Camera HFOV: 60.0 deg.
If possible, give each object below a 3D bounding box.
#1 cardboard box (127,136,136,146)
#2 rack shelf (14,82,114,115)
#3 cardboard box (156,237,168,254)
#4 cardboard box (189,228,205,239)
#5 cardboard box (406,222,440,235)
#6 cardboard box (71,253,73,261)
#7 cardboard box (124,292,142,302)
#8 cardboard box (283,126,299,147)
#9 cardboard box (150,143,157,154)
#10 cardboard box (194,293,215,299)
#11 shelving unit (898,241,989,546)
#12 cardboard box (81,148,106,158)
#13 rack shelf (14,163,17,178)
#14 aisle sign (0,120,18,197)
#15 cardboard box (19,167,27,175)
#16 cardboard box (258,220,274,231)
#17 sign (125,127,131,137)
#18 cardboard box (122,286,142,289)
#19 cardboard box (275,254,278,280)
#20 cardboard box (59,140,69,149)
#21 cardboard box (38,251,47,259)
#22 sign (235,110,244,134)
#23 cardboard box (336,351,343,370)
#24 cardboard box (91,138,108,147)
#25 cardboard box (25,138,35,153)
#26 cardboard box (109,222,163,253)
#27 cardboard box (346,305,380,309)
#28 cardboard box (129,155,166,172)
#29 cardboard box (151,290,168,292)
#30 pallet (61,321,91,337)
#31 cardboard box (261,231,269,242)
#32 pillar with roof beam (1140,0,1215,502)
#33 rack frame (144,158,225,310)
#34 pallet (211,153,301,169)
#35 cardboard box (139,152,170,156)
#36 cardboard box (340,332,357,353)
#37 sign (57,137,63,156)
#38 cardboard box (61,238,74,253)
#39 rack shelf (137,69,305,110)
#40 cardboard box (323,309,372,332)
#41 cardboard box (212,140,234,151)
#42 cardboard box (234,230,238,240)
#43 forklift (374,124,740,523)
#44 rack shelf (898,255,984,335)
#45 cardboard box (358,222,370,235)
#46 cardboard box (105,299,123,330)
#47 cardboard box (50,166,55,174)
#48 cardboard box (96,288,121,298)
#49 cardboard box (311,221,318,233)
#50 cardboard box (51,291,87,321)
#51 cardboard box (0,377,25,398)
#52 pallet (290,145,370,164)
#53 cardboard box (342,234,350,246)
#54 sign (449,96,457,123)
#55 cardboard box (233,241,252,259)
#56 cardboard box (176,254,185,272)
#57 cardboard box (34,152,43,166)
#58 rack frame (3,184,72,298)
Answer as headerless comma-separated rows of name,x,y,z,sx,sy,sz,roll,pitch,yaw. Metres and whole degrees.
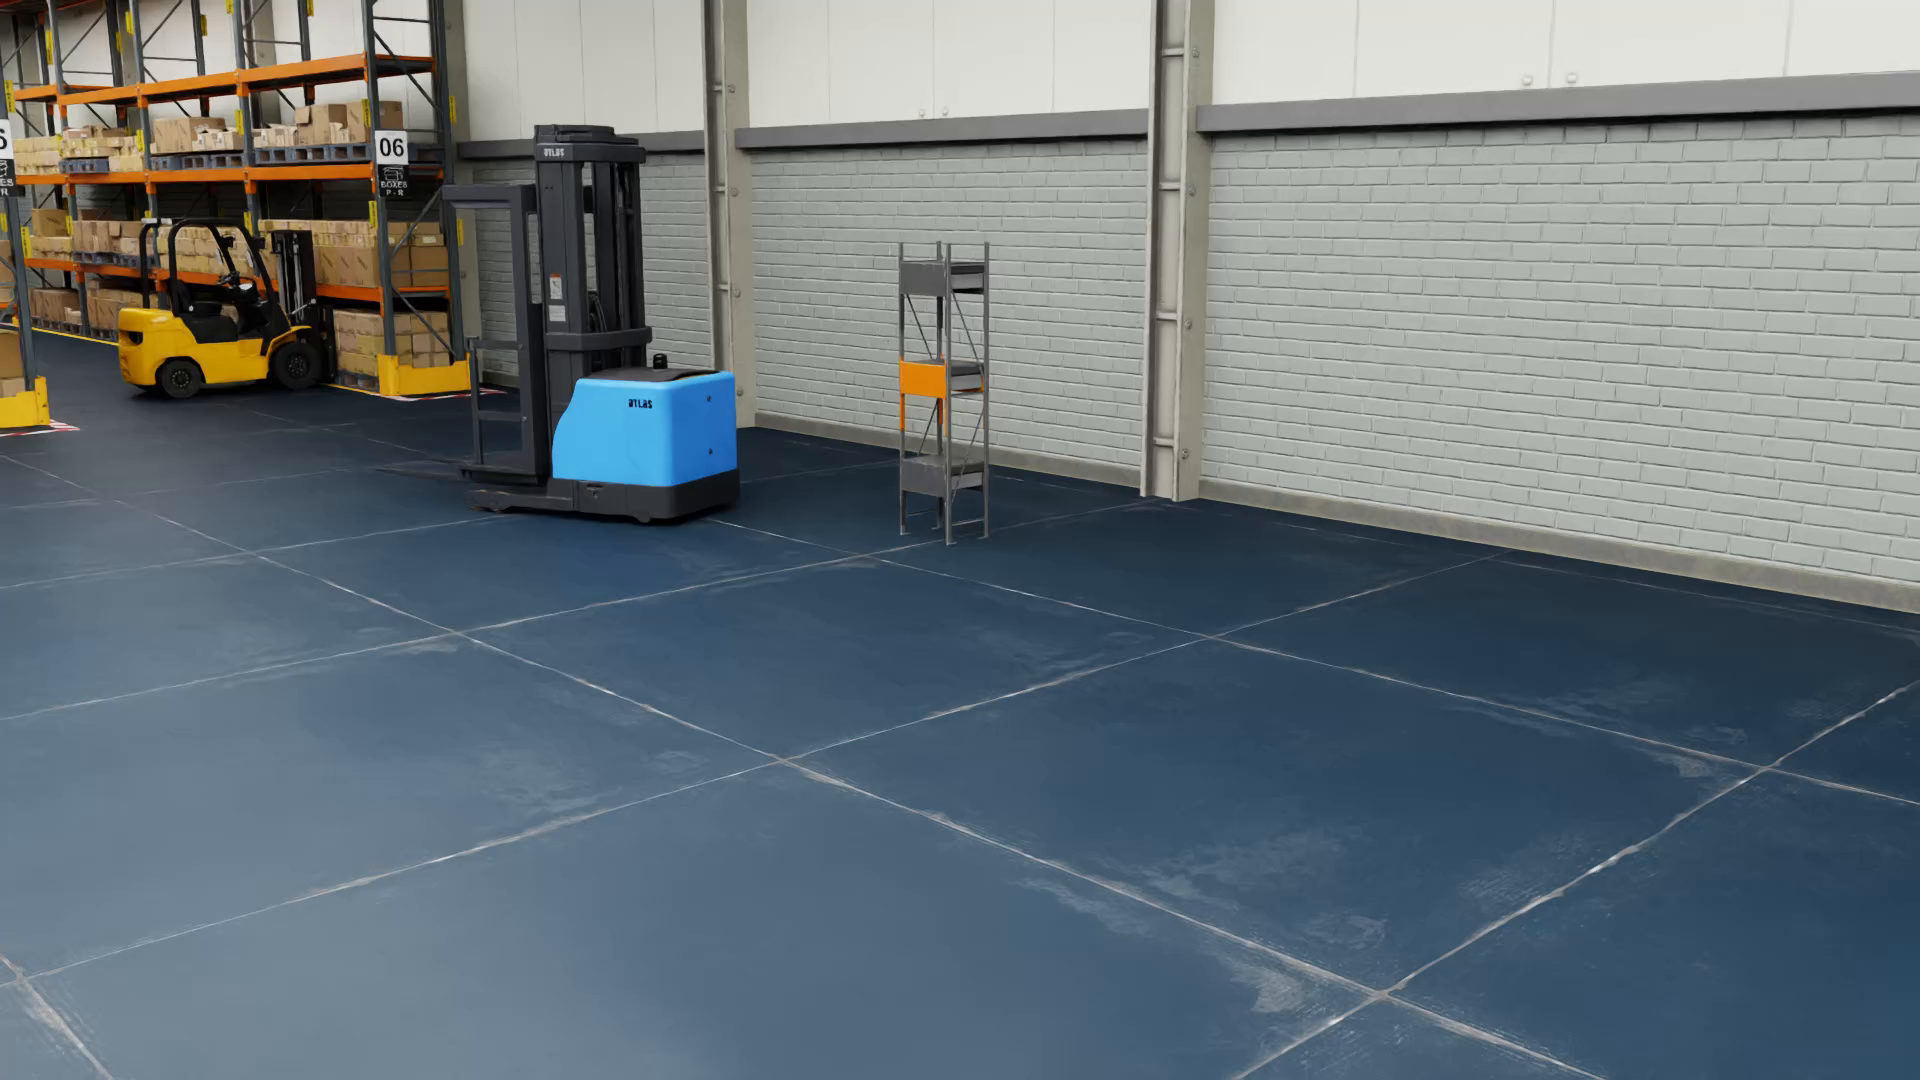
cardboard box,-13.036,-6.348,26.504,0.250,0.149,0.380,11,16,43
rack shelf,-16.402,-7.978,30.125,1.077,0.370,4.000,-11,16,-43
cardboard box,-12.147,-4.587,25.875,0.500,0.250,0.500,-11,16,-43
cardboard box,-11.353,-4.610,24.999,0.380,0.149,0.250,-10,16,-41
cardboard box,-6.812,-3.942,21.017,0.380,0.149,0.250,-11,16,-44
cardboard box,-15.424,-4.990,29.321,0.380,0.149,0.250,-11,16,-42
cardboard box,-13.679,-4.051,27.688,0.250,0.149,0.380,11,16,42
cardboard box,-8.691,-5.333,21.975,0.258,0.266,0.396,11,16,44
cardboard box,-12.238,-6.034,25.623,0.380,0.166,0.250,-11,16,-43
cardboard box,-12.394,-3.937,27.131,0.380,0.149,0.250,-10,15,-40
shelving unit,-0.114,-1.053,11.817,0.431,2.100,0.503,-11,16,-43
cardboard box,-14.395,-6.455,27.708,0.380,0.149,0.250,-11,16,-43
rack shelf,-11.703,-4.067,18.566,1.077,0.370,4.000,-11,16,-43
aisle sign,-10.055,-3.966,17.283,0.394,0.787,0.004,-11,16,-43
cardboard box,-17.083,-6.790,30.625,0.380,0.149,0.250,-11,16,-43
cardboard box,-9.491,-4.359,23.041,0.380,0.149,0.250,-10,16,-41
sign,-14.622,-7.095,29.224,0.100,0.325,0.005,-11,16,-43
cardboard box,-14.558,-4.387,29.319,0.250,0.149,0.380,11,16,43
cardboard box,-9.007,-3.808,22.715,0.500,0.500,0.500,-11,16,-42
cardboard box,-15.132,-6.743,28.372,0.380,0.149,0.250,-10,15,-41
cardboard box,-16.705,-5.246,30.562,0.380,0.149,0.250,-10,16,-41
sign,-9.882,-5.734,22.813,0.100,0.325,0.005,-11,16,-43
cardboard box,-7.963,-2.382,21.813,0.500,0.250,0.500,-11,16,-42
cardboard box,-14.026,-6.527,27.321,0.380,0.149,0.250,-11,16,-42
cardboard box,-16.605,-7.151,30.148,0.500,0.250,0.500,-10,16,-41
cardboard box,-13.520,-4.987,27.385,0.637,0.503,0.797,11,16,44
cardboard box,-7.963,-3.018,22.423,0.500,0.250,0.500,-11,16,-44
cardboard box,-12.789,-5.955,26.319,0.500,0.250,0.500,11,16,43
cardboard box,-13.481,-4.163,28.231,0.250,0.149,0.380,11,16,43
pallet,-15.495,-3.836,30.009,1.003,0.211,1.213,-11,16,-43
cardboard box,-9.467,-4.218,23.094,0.380,0.149,0.250,-11,16,-43
pillar with roof beam,-1.390,-4.165,9.825,9.100,9.000,0.400,-11,16,-43
rack frame,-12.259,-4.518,26.407,1.000,3.000,0.127,-11,16,-43
pallet,-10.115,-5.437,23.906,1.217,0.209,0.805,11,16,43
cardboard box,-12.678,-6.127,26.167,0.380,0.149,0.250,-10,16,-41
cardboard box,-7.635,-2.556,21.420,0.500,0.250,0.500,-11,16,-43
sign,-15.408,-6.747,28.513,0.100,0.325,0.005,-11,16,-43
cardboard box,-15.549,-5.214,29.421,0.500,0.250,0.500,-10,16,-41
rack shelf,-10.878,-6.616,24.498,1.077,0.370,4.000,-11,16,-43
cardboard box,-7.990,-2.869,21.698,0.500,0.250,0.500,-11,16,-42
cardboard box,-10.476,-5.653,23.817,0.380,0.149,0.250,-11,16,-43
cardboard box,-10.215,-4.398,23.969,0.380,0.149,0.250,-11,16,-43
forklift,-3.304,-1.739,13.089,3.031,2.935,1.130,5,13,24
rack shelf,-0.114,-1.725,11.678,0.431,0.518,0.480,-11,16,-43
cardboard box,-7.327,-3.917,20.899,0.380,0.149,0.250,-11,16,-42
cardboard box,-14.134,-3.831,28.228,0.500,0.500,0.500,11,16,43
cardboard box,-15.829,-6.536,29.390,0.380,0.149,0.250,-10,15,-41
cardboard box,-14.719,-4.282,28.807,0.250,0.149,0.380,11,16,44
cardboard box,-8.359,-4.148,22.018,0.380,0.149,0.250,-11,16,-42
cardboard box,-16.151,-4.283,30.419,0.500,0.500,0.700,11,16,43
cardboard box,-10.679,-1.673,18.373,0.500,0.250,0.500,-11,16,-43
pallet,-8.050,-5.061,21.829,1.003,0.211,1.213,-11,16,-43
cardboard box,-7.672,-3.846,21.290,0.380,0.149,0.250,-11,16,-43
sign,-6.329,-5.363,20.712,0.100,0.325,0.005,-11,16,-43
cardboard box,-10.021,-4.142,23.713,0.500,0.250,0.500,-11,16,-44
cardboard box,-11.785,-4.272,25.583,0.500,0.250,0.500,-11,16,-44
cardboard box,-16.247,-6.829,29.827,0.500,0.250,0.500,-10,16,-41
rack frame,-17.784,-5.685,32.074,1.000,3.000,0.127,-11,16,-43
